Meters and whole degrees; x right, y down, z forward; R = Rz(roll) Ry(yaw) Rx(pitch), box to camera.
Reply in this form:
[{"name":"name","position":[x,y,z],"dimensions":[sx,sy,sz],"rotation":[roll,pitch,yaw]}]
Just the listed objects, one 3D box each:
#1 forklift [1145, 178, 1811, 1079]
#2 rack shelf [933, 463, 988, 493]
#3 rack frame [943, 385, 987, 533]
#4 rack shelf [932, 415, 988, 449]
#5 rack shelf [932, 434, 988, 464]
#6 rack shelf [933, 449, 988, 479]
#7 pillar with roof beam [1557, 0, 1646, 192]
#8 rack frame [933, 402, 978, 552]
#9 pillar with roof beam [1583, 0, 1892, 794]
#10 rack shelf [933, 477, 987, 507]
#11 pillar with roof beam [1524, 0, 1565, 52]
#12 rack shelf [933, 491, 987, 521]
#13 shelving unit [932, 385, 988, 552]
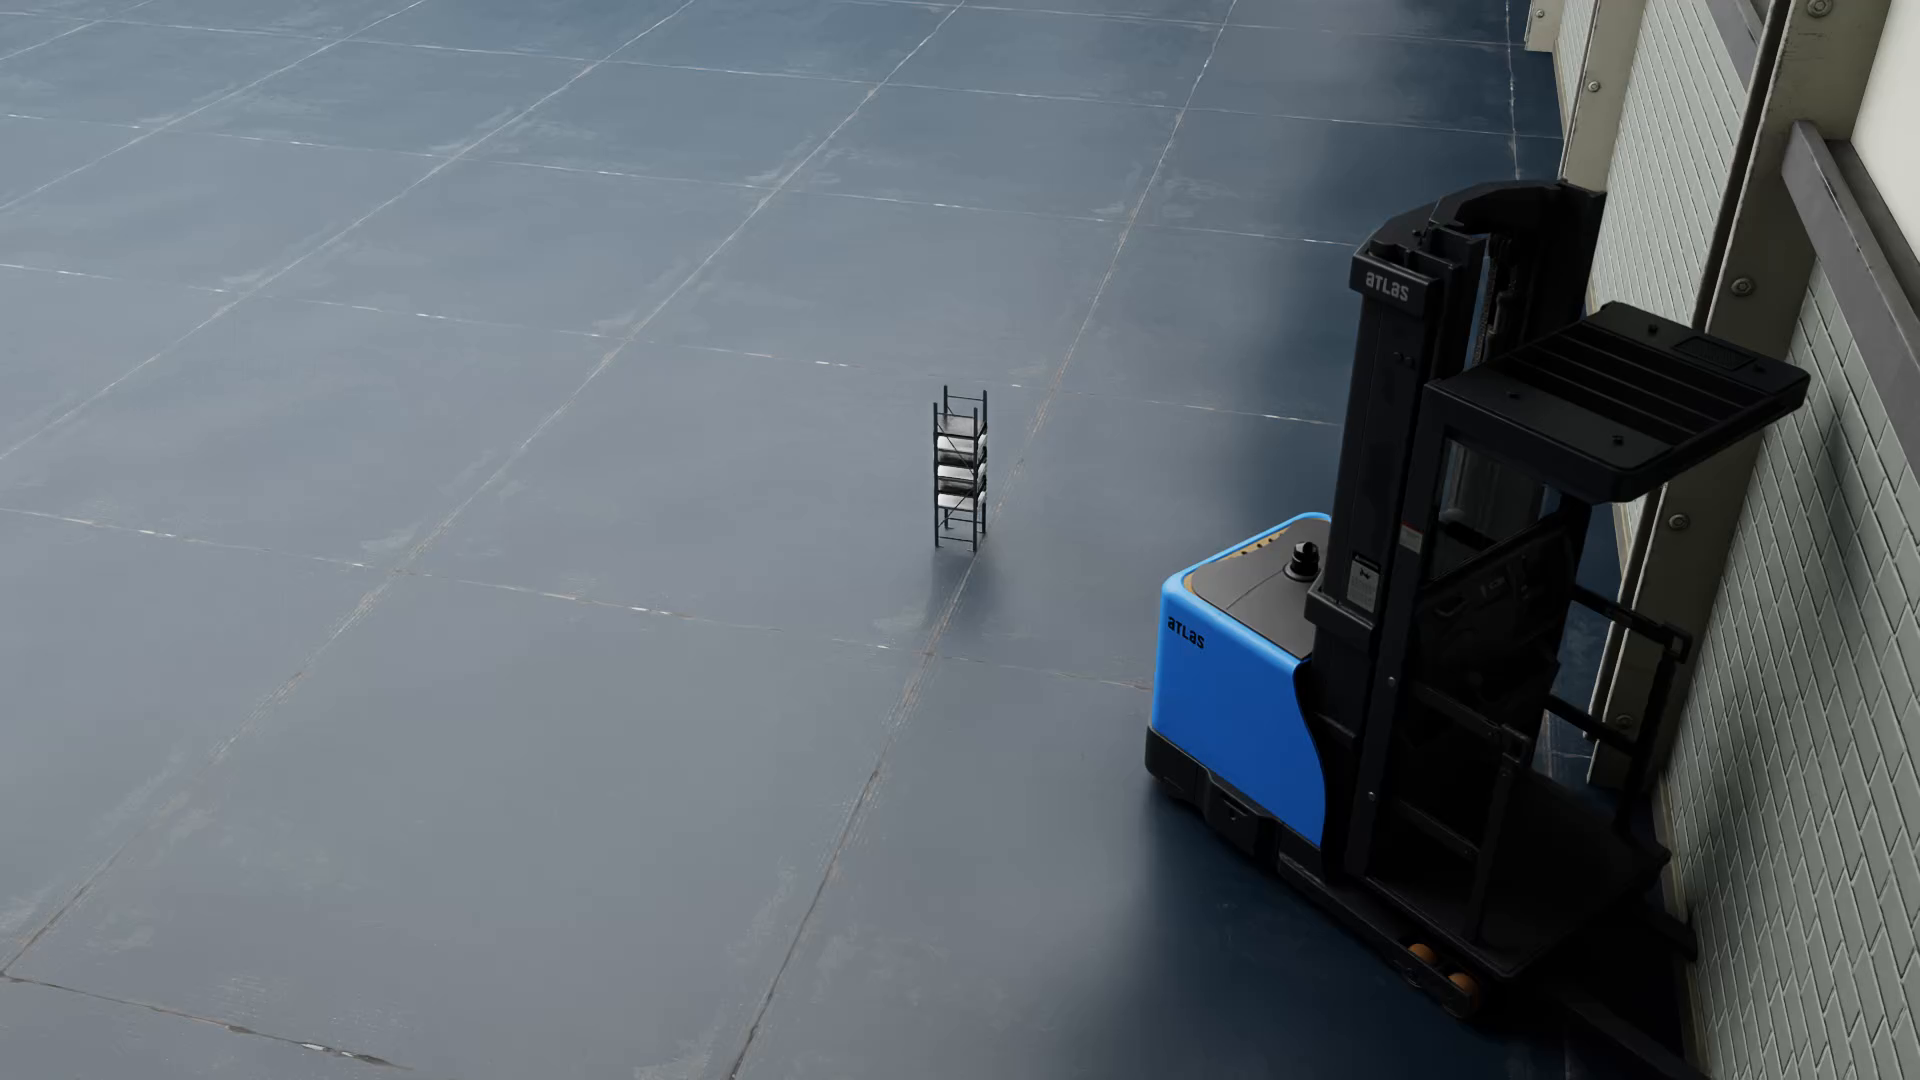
[{"name":"forklift","position":[2.147,0.300,6.116],"dimensions":[1.130,2.935,3.031],"rotation":[-23,39,-31]},{"name":"rack shelf","position":[0.002,-0.356,9.103],"dimensions":[0.258,0.077,0.200],"rotation":[8,33,12]},{"name":"rack frame","position":[0.028,-0.437,9.168],"dimensions":[0.240,0.900,0.006],"rotation":[8,33,12]},{"name":"rack shelf","position":[0.002,-0.584,8.958],"dimensions":[0.258,0.077,0.200],"rotation":[8,33,12]},{"name":"rack shelf","position":[0.002,-0.508,9.006],"dimensions":[0.258,0.077,0.200],"rotation":[8,33,12]},{"name":"rack shelf","position":[0.002,-0.432,9.055],"dimensions":[0.258,0.077,0.200],"rotation":[8,33,12]},{"name":"pillar with roof beam","position":[0.415,-6.468,11.106],"dimensions":[9.100,9.000,0.400],"rotation":[8,33,12]},{"name":"rack frame","position":[-0.024,-0.331,9.002],"dimensions":[0.240,0.900,0.006],"rotation":[8,33,12]},{"name":"pillar with roof beam","position":[-1.107,-3.354,6.208],"dimensions":[9.100,9.000,0.400],"rotation":[8,33,12]},{"name":"rack shelf","position":[0.002,-0.280,9.151],"dimensions":[0.258,0.077,0.200],"rotation":[8,33,12]},{"name":"pillar with roof beam","position":[1.938,-9.581,16.003],"dimensions":[9.100,9.000,0.400],"rotation":[8,33,12]},{"name":"rack shelf","position":[0.002,-0.204,9.199],"dimensions":[0.258,0.077,0.200],"rotation":[8,33,12]},{"name":"shelving unit","position":[0.002,-0.384,9.085],"dimensions":[0.258,0.900,0.210],"rotation":[8,33,12]}]
